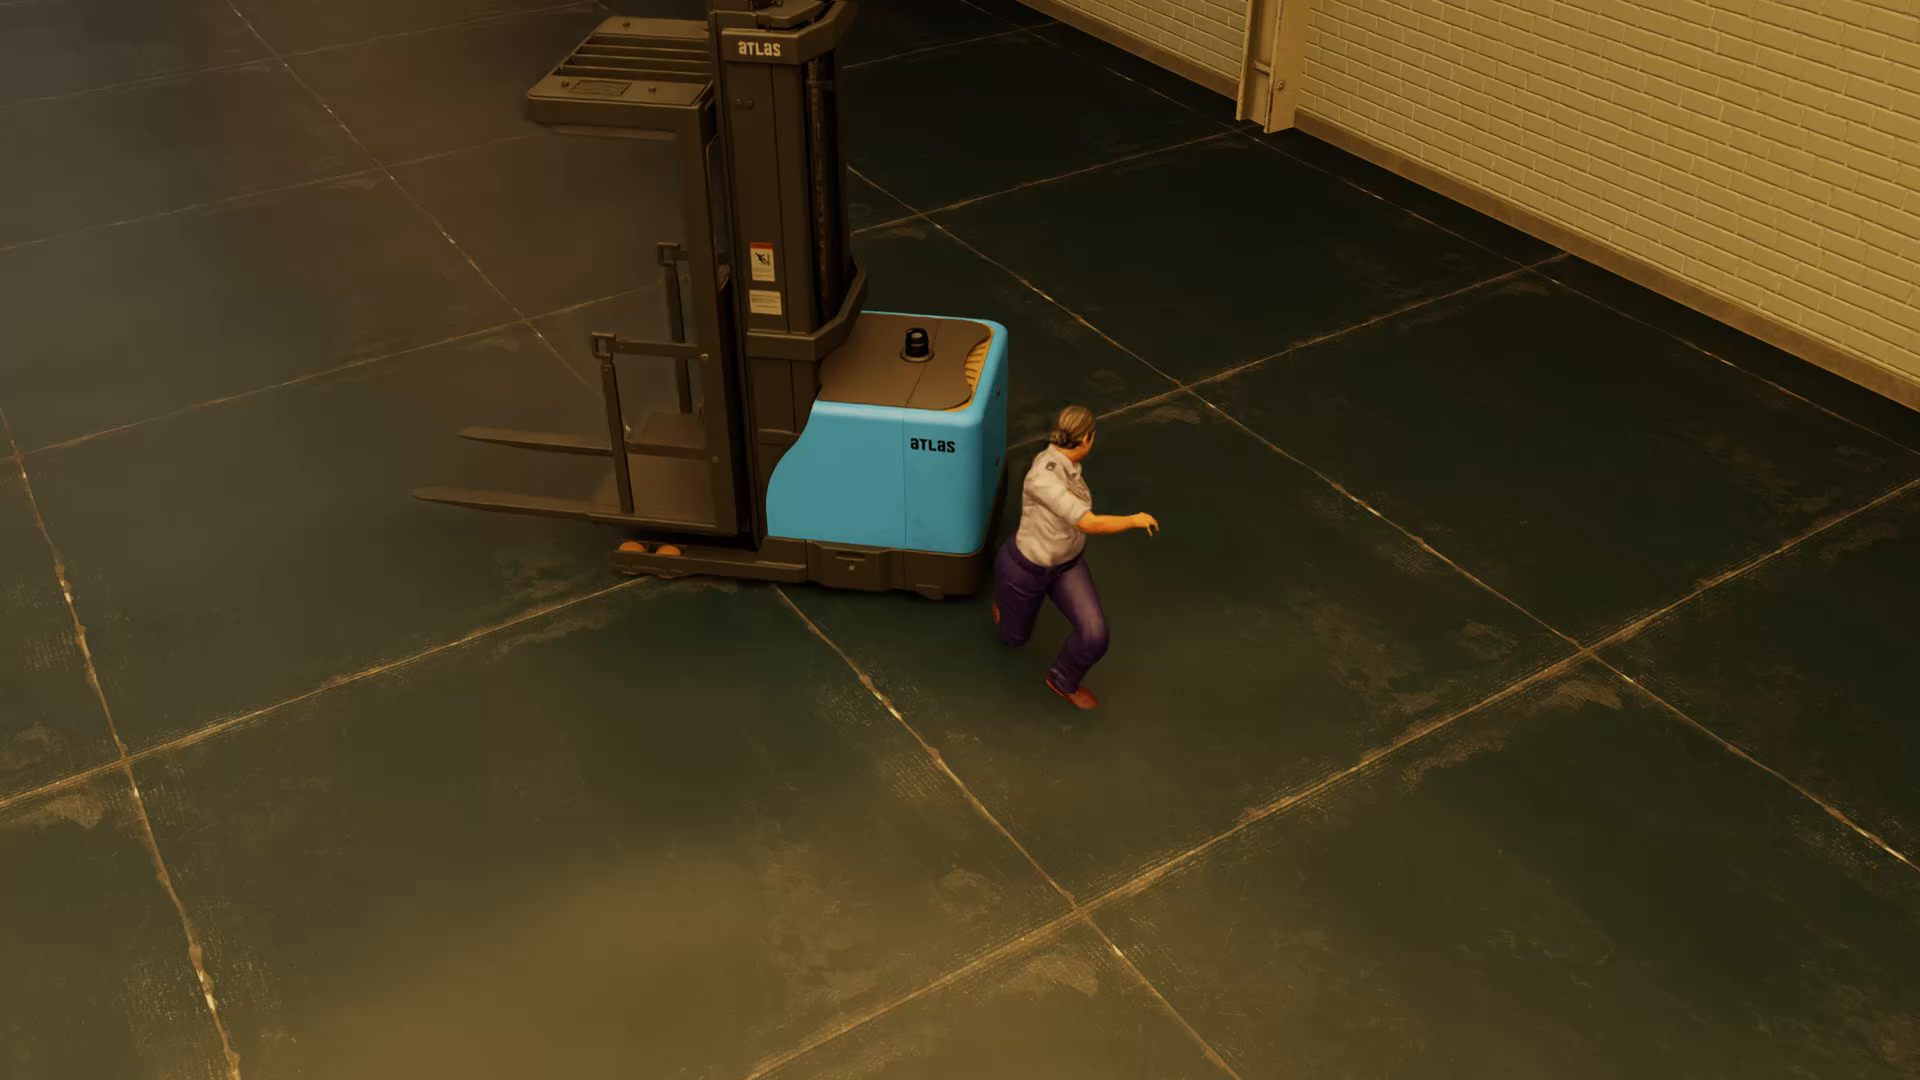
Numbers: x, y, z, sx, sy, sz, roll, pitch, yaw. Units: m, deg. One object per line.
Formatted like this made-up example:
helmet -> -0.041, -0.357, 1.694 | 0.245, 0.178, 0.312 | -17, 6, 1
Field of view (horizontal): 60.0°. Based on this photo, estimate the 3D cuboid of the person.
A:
person -> 0.435, 0.022, 7.506 | 0.631, 1.426, 0.906 | -22, 41, -28

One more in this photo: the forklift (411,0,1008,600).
forklift -> -1.309, -1.298, 7.994 | 3.031, 2.935, 1.130 | 5, 35, 8
